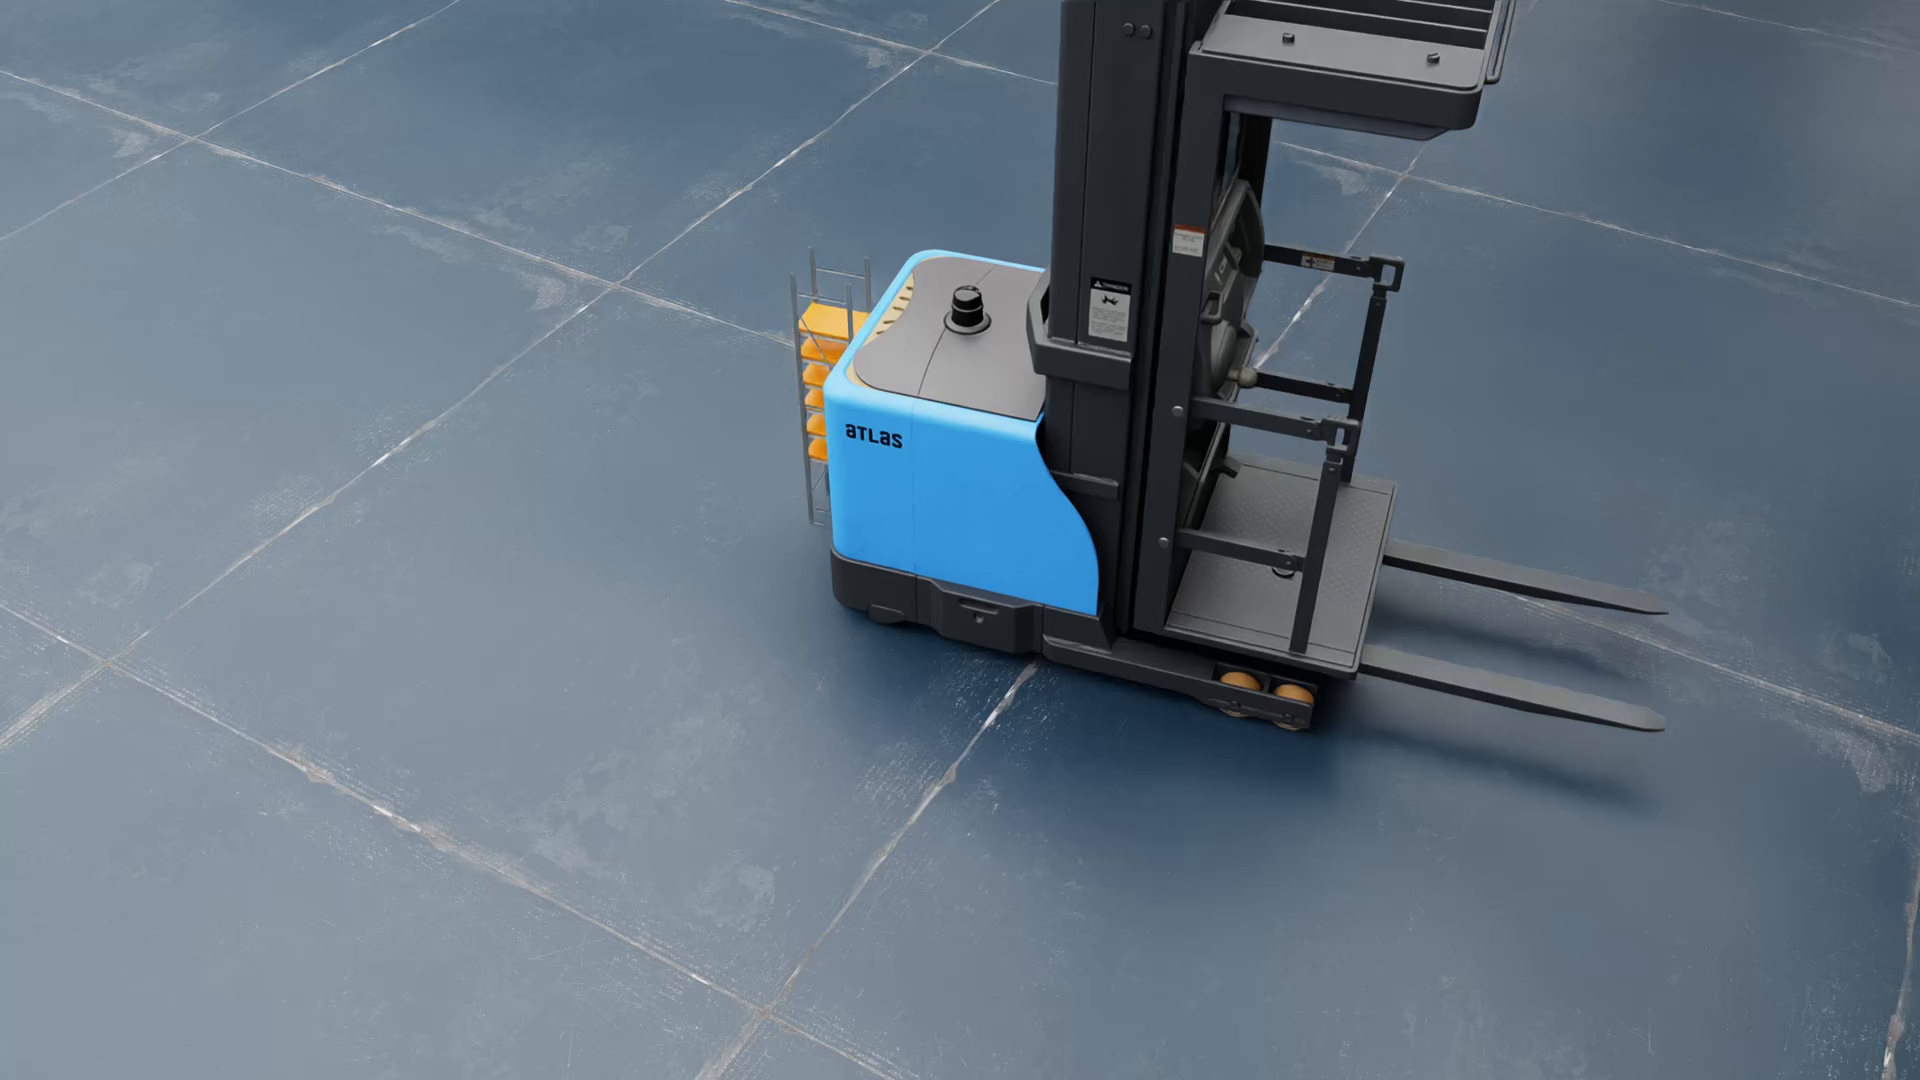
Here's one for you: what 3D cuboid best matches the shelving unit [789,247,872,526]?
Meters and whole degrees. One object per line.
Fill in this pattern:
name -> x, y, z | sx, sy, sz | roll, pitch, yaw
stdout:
shelving unit -> -0.476, -0.552, 6.469 | 0.258, 1.200, 0.189 | 13, 43, 14

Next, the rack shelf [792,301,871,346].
rack shelf -> -0.476, -0.789, 6.260 | 0.258, 0.103, 0.180 | 13, 43, 14

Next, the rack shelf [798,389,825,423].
rack shelf -> -0.476, -0.519, 6.498 | 0.258, 0.103, 0.180 | 13, 43, 14

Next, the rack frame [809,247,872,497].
rack frame -> -0.446, -0.609, 6.534 | 0.240, 1.200, 0.006 | 13, 43, 14

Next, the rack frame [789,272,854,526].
rack frame -> -0.505, -0.495, 6.404 | 0.240, 1.200, 0.006 | 13, 43, 14

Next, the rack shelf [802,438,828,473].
rack shelf -> -0.475, -0.338, 6.657 | 0.258, 0.103, 0.180 | 13, 43, 14

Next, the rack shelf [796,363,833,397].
rack shelf -> -0.476, -0.609, 6.419 | 0.258, 0.103, 0.180 | 13, 43, 14

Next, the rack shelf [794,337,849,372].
rack shelf -> -0.476, -0.699, 6.339 | 0.258, 0.103, 0.180 | 13, 43, 14

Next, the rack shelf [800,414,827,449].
rack shelf -> -0.475, -0.429, 6.577 | 0.258, 0.103, 0.180 | 13, 43, 14

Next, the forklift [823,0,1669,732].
forklift -> 1.082, -0.816, 5.459 | 3.031, 2.935, 1.130 | 13, 43, 14
